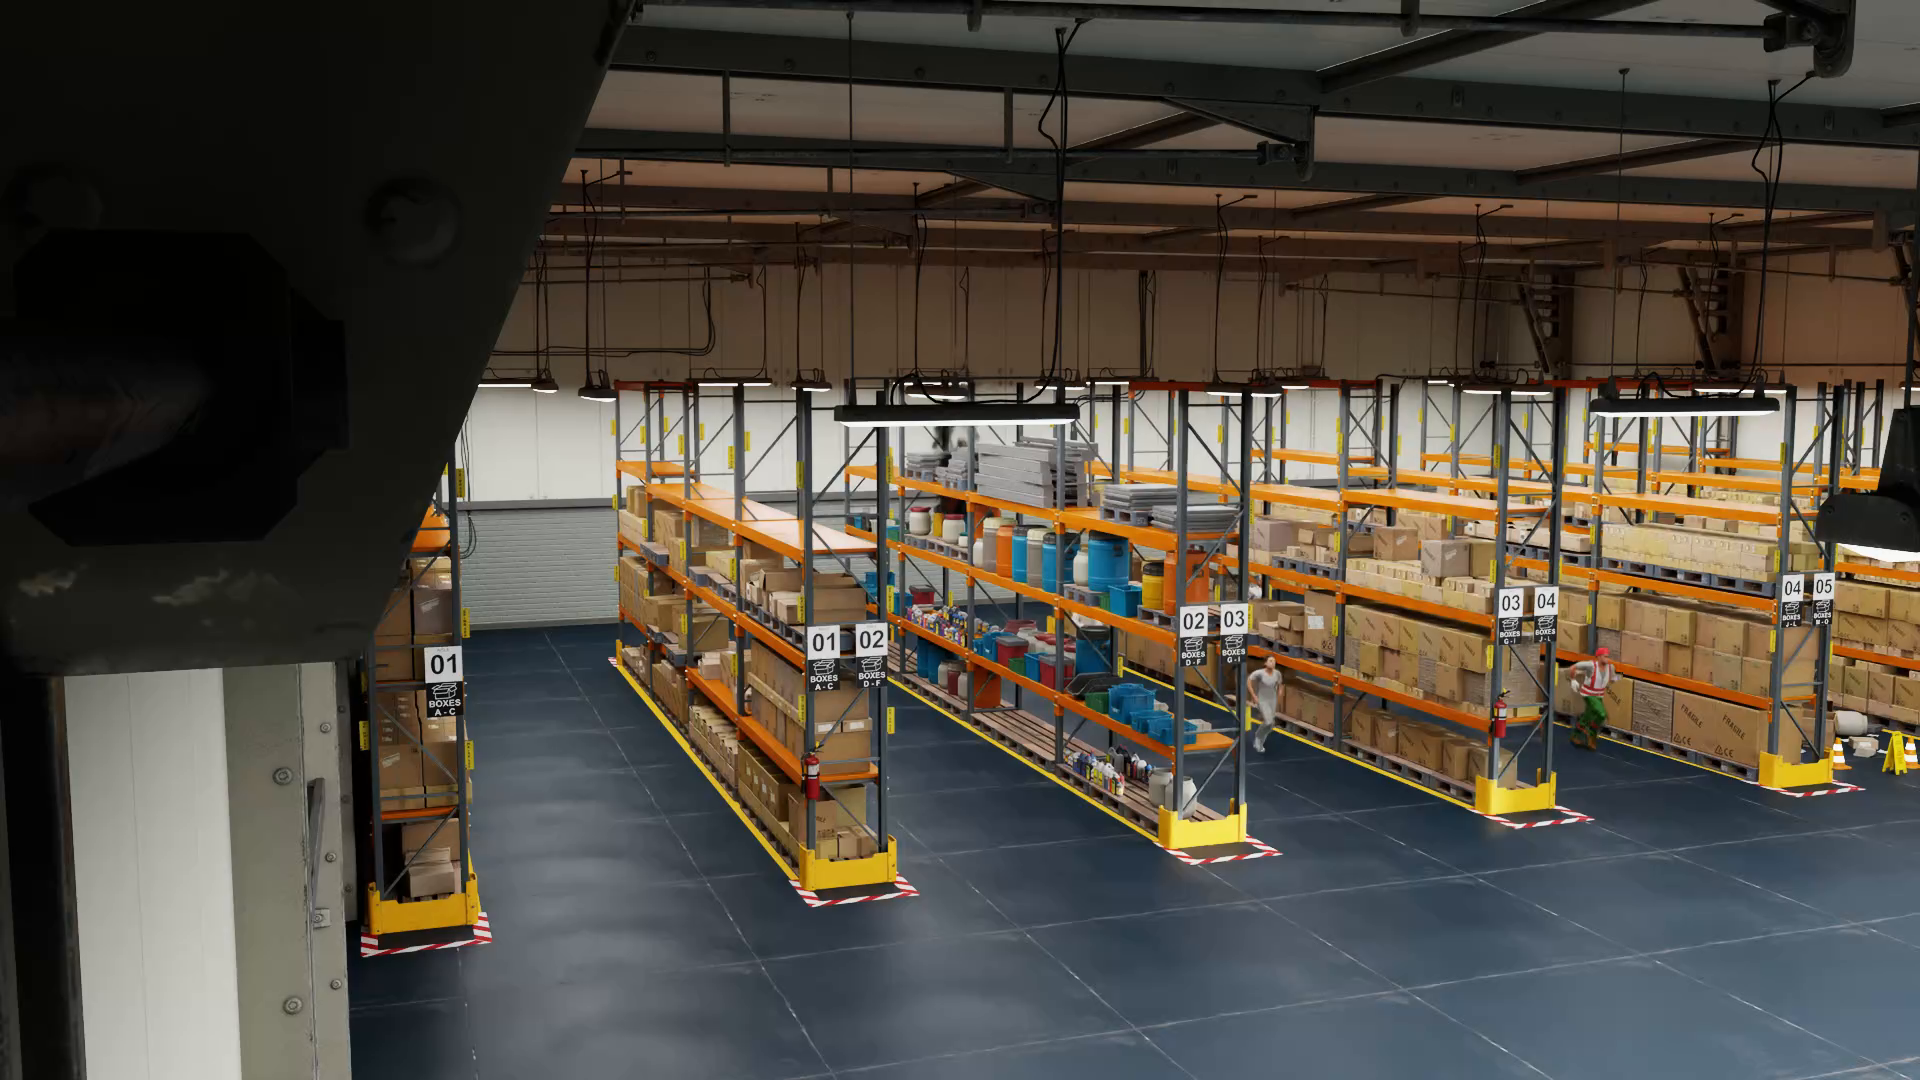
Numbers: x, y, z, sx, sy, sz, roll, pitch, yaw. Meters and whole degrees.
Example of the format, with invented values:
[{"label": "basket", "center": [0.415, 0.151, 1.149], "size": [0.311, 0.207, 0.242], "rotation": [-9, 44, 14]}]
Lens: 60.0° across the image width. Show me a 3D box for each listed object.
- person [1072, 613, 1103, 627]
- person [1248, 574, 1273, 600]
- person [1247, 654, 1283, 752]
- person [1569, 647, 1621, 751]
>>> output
[{"label": "person", "center": [2.560, 1.935, 33.303], "size": [0.733, 1.774, 1.078], "rotation": [-2, 6, -20]}, {"label": "person", "center": [6.632, 1.585, 36.826], "size": [0.608, 1.705, 0.833], "rotation": [-1, 6, -12]}, {"label": "person", "center": [4.998, 2.656, 27.035], "size": [0.564, 1.627, 0.616], "rotation": [-2, 6, -21]}, {"label": "person", "center": [10.369, 2.579, 27.234], "size": [0.643, 1.721, 0.923], "rotation": [-3, 7, -26]}]
